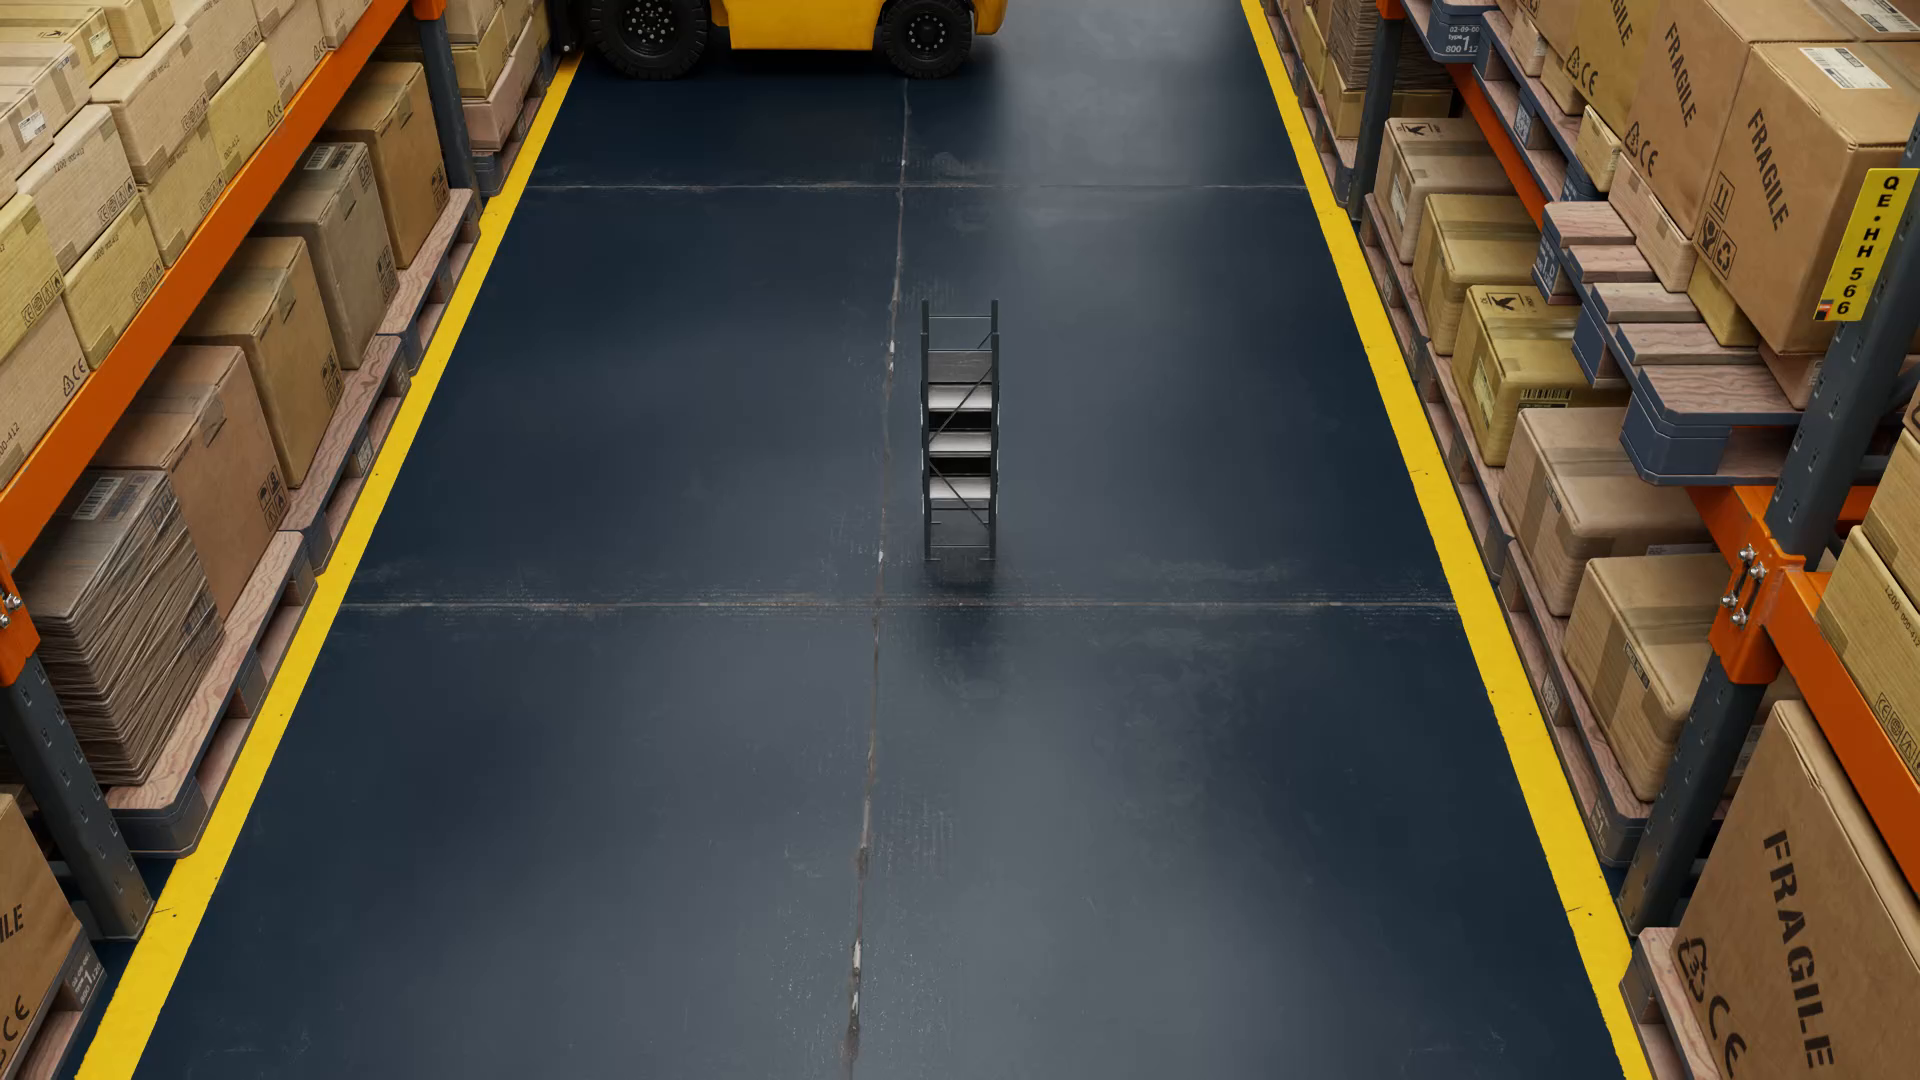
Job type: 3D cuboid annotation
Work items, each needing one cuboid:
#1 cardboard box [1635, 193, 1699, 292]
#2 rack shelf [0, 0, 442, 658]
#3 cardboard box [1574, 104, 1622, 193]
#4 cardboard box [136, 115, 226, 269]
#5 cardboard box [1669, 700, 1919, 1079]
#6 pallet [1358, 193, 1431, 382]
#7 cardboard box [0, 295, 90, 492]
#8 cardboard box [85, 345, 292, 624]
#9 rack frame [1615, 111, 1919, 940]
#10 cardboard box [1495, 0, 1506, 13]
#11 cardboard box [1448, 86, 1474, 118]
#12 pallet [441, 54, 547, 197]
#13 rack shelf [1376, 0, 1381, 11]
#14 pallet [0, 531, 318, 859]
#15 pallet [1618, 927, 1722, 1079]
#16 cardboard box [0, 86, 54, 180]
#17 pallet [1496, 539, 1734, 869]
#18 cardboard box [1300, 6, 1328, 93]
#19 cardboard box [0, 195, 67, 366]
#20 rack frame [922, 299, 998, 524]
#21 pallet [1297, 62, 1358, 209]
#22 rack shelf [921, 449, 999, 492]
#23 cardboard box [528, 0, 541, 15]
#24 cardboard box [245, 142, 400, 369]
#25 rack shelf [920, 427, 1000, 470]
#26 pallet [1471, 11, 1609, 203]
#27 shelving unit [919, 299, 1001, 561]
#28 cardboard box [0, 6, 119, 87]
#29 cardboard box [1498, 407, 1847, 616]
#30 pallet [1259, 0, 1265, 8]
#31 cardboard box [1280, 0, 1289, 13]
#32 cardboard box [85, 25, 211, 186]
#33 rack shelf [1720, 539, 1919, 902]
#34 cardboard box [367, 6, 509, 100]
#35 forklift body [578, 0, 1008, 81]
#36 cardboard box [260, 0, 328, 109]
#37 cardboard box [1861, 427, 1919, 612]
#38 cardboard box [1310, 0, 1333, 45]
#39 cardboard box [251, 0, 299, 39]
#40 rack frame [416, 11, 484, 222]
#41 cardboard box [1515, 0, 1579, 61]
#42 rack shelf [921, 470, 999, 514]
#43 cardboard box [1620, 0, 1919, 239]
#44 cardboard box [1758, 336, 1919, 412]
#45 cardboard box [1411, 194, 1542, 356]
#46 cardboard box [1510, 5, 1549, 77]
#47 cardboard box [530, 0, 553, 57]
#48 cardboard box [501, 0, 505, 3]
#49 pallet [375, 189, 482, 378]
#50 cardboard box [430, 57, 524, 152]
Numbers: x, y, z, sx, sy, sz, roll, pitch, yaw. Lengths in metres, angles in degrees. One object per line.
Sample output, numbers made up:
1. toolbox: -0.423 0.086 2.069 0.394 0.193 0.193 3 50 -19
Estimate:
1. cardboard box: 1.928 -0.743 4.143 0.380 0.149 0.250 0 39 0
2. rack shelf: -2.685 -1.111 5.313 1.077 0.370 4.000 0 39 0
3. cardboard box: 1.921 -1.072 4.555 0.380 0.149 0.250 1 39 1
4. cardboard box: -2.442 -0.997 4.715 0.500 0.250 0.500 -1 39 -2
5. cardboard box: 2.199 0.950 3.529 0.875 0.875 0.875 0 39 0
6. pallet: 2.279 -1.073 6.921 1.003 0.211 1.213 0 39 0
7. cardboard box: -2.439 -0.360 3.921 0.500 0.250 0.500 0 39 0
8. cardboard box: -2.678 -0.177 5.135 0.875 0.625 0.625 1 39 1
9. rack frame: 2.281 -0.147 3.535 1.000 3.000 0.127 0 39 0
10. cardboard box: 1.988 -1.874 5.555 0.380 0.149 0.250 1 39 1
11. cardboard box: 2.546 -2.108 7.845 0.500 0.250 0.500 -2 39 -2
12. pallet: -2.646 -2.052 8.141 1.003 0.211 1.213 0 39 0
13. rack shelf: 2.274 -3.618 8.442 1.077 0.370 4.000 0 39 0
14. pallet: -2.644 0.432 5.042 1.003 0.211 1.213 0 39 0
15. pallet: 2.207 1.434 3.792 1.003 0.211 1.213 0 39 0
16. cardboard box: -2.416 -0.960 3.951 0.380 0.149 0.250 1 39 1
17. pallet: 2.282 0.452 5.017 1.003 0.211 1.213 0 39 0
18. cardboard box: 1.996 -2.442 8.261 0.500 0.250 0.500 -1 39 -1
19. cardboard box: -2.414 -0.555 3.765 0.500 0.250 0.500 0 39 0
20. rack frame: 0.000 -0.410 5.542 0.240 0.900 0.006 0 39 0
21. pallet: 2.240 -1.980 8.052 1.003 0.211 1.213 0 39 0
22. rack shelf: 0.000 -0.250 5.539 0.258 0.077 0.200 0 39 0
23. cardboard box: -2.371 -2.861 8.384 0.500 0.250 0.500 0 39 0
24. cardboard box: -2.682 -1.068 6.247 0.875 0.625 0.625 0 39 0
25. rack shelf: 0.000 -0.320 5.483 0.258 0.077 0.200 0 39 0
26. pallet: 2.238 -1.310 5.139 1.003 0.211 1.213 0 39 0
27. shelving unit: 0.000 -0.346 5.462 0.258 0.900 0.210 0 39 0
28. cardboard box: -2.459 -1.281 4.351 0.380 0.149 0.250 0 39 0
29. cardboard box: 2.282 -0.100 5.242 0.950 0.372 0.625 -1 39 -1
30. pallet: 2.238 -3.506 9.956 1.003 0.211 1.213 0 39 0
31. cardboard box: 2.003 -3.076 9.052 0.500 0.250 0.500 2 39 3
32. cardboard box: -2.421 -1.196 4.564 0.500 0.250 0.500 -1 39 -1
33. rack shelf: 2.283 1.384 2.199 1.077 0.370 4.000 0 39 0
34. cardboard box: -2.379 -2.231 7.599 0.500 0.250 0.500 0 39 0
35. forklift body: -0.865 -3.628 8.558 2.313 2.155 1.214 0 39 0
36. cardboard box: -2.449 -1.644 5.523 0.500 0.250 0.500 0 39 0
37. cardboard box: 2.035 0.033 3.030 0.500 0.250 0.500 0 39 0
38. cardboard box: 2.005 -2.720 8.009 0.500 0.500 0.500 1 39 1
39. cardboard box: -2.428 -1.831 5.356 0.500 0.250 0.500 1 39 1
40. rack frame: -2.687 -2.643 6.649 1.000 3.000 0.127 0 39 0
41. cardboard box: 1.990 -1.730 4.857 0.500 0.500 0.500 -2 39 -2
42. rack shelf: 0.000 -0.180 5.596 0.258 0.077 0.200 0 39 0
43. cardboard box: 1.991 -1.073 4.037 0.500 0.500 0.500 -1 39 -1
44. cardboard box: 2.045 -0.418 3.738 0.380 0.149 0.250 1 39 2
45. cardboard box: 2.284 -1.009 6.376 0.950 0.372 0.625 2 39 3
46. cardboard box: 1.935 -1.553 5.155 0.380 0.149 0.250 1 39 2
47. cardboard box: -2.389 -2.675 8.552 0.500 0.250 0.500 1 39 1
48. cardboard box: -2.364 -2.746 7.841 0.500 0.250 0.500 0 39 0
49. pallet: -2.647 -1.094 6.946 1.003 0.211 1.213 0 39 0
50. cardboard box: -2.357 -2.036 7.755 0.500 0.250 0.500 0 39 0
